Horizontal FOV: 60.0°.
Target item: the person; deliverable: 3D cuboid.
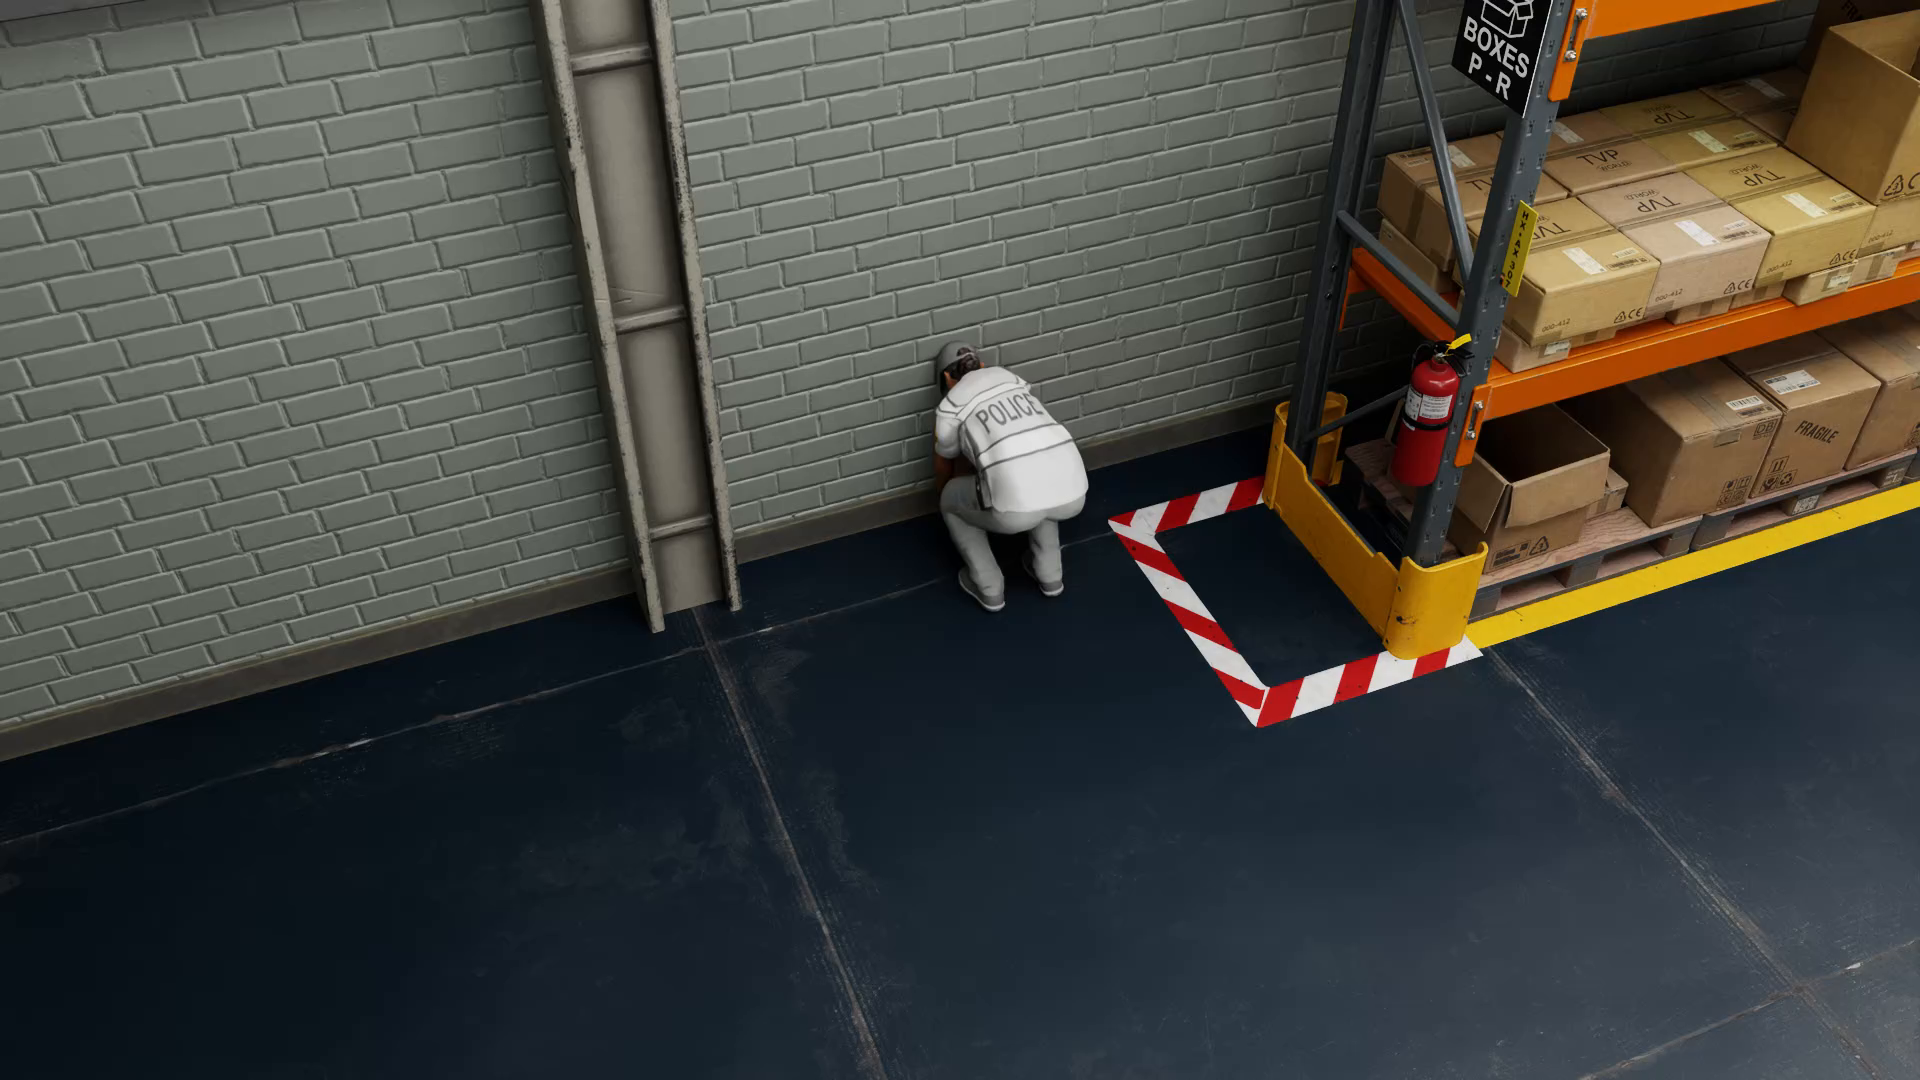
[{"bbox_3d":[0.165,-0.247,6.970,0.521,0.950,0.929,-17,45,-18],"label":"person"}]
